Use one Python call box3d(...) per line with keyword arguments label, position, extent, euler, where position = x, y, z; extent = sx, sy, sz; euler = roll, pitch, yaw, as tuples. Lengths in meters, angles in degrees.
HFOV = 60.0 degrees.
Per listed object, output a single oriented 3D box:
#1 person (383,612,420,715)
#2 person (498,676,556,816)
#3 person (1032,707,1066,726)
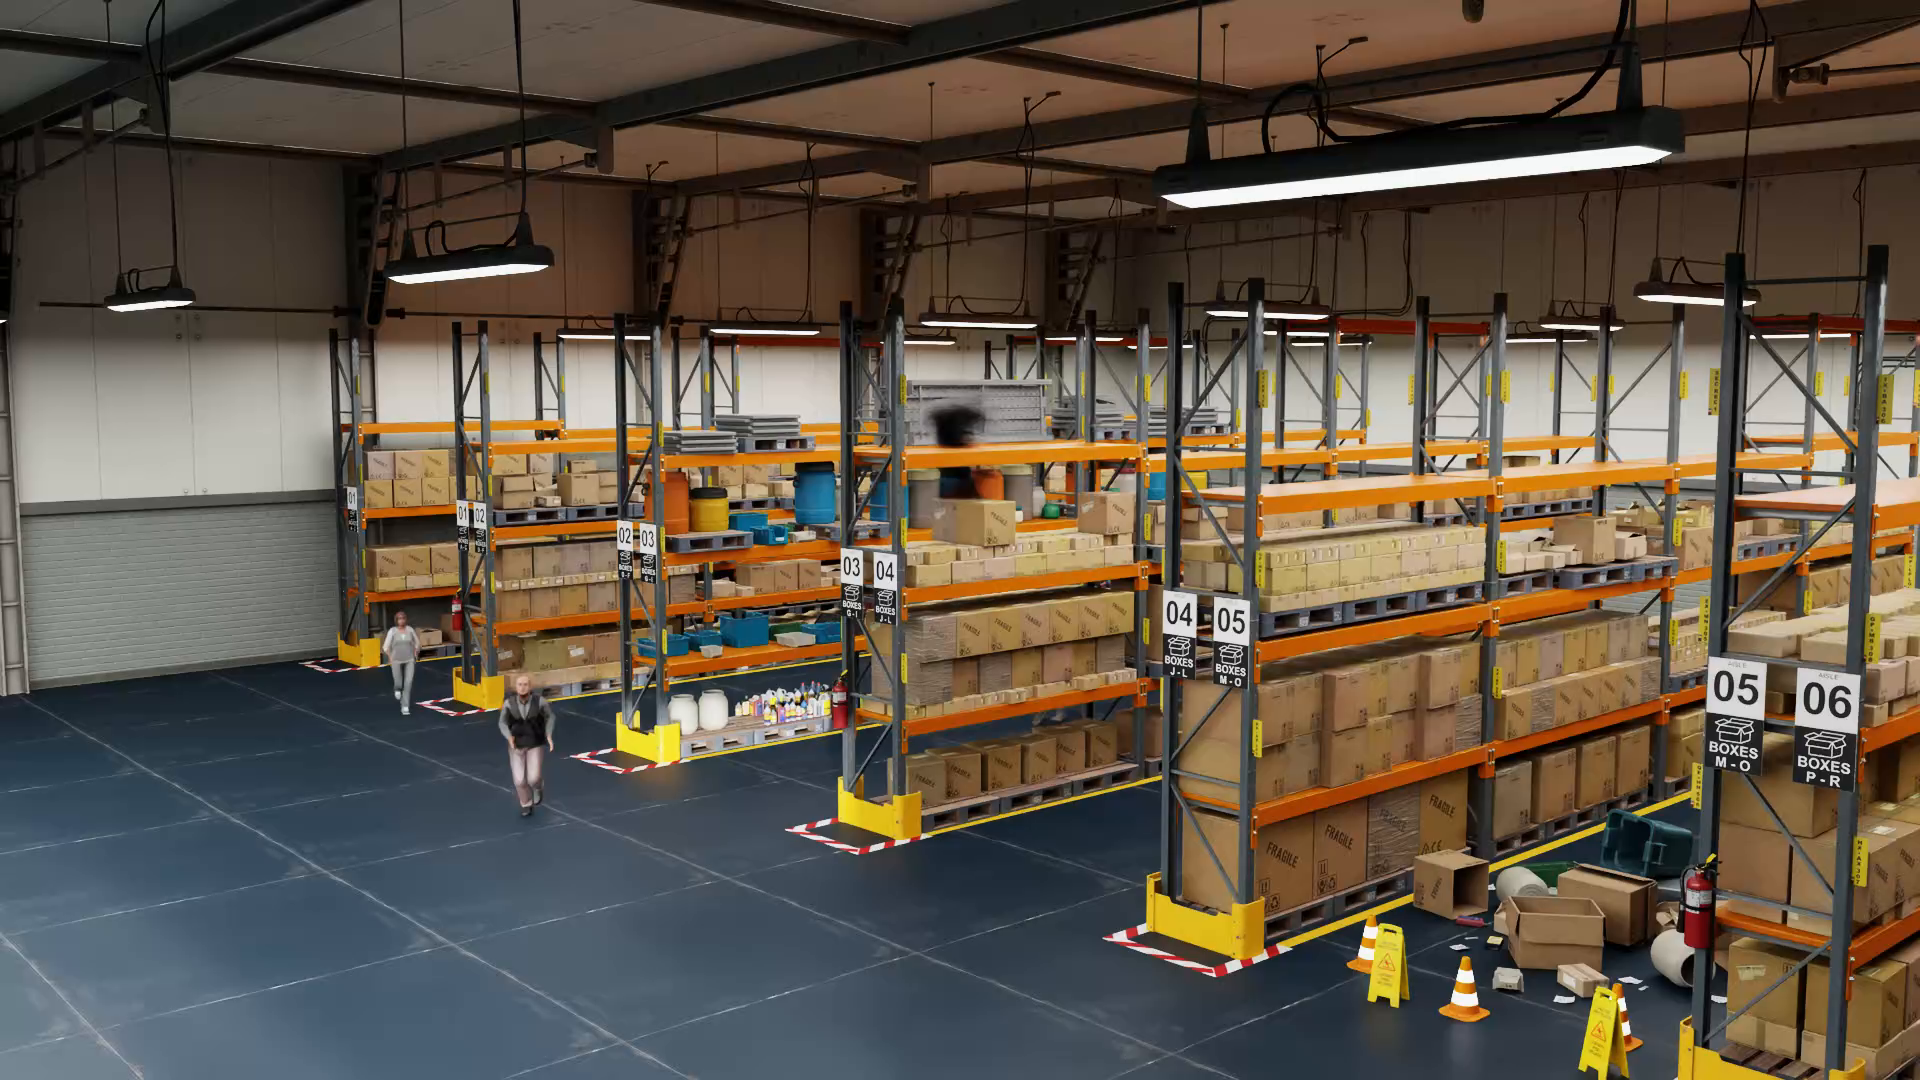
box3d(label="person", position=(-8.563, 1.876, 25.540), extent=(0.547, 1.569, 0.632), euler=(-3, 6, -26))
box3d(label="person", position=(-5.069, 2.415, 19.462), extent=(0.647, 1.669, 0.613), euler=(-1, 6, -9))
box3d(label="person", position=(1.296, 1.908, 24.562), extent=(0.578, 1.732, 0.712), euler=(5, 8, 43))
